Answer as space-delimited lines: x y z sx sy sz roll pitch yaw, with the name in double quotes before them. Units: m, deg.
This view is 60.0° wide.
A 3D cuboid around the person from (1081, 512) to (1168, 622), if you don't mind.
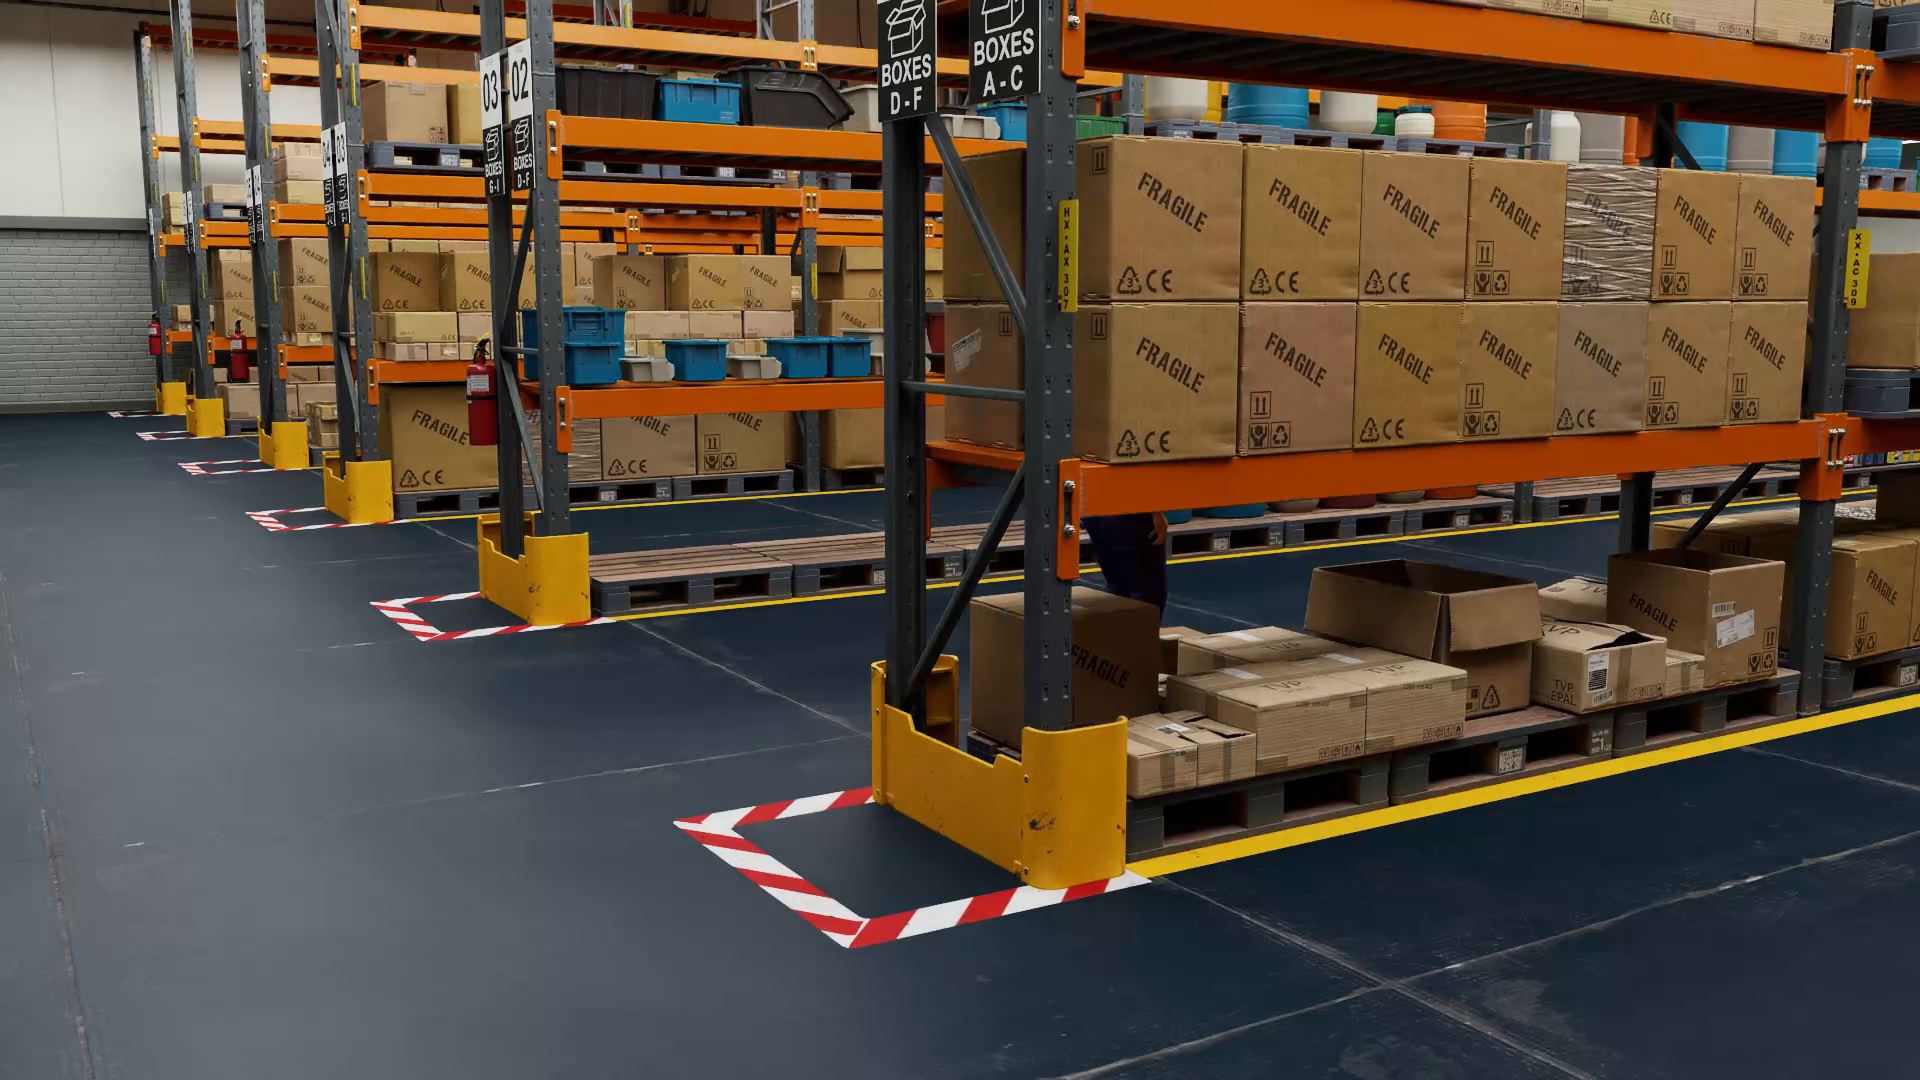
"person" 0.784 -0.119 7.677 0.374 1.651 0.562 -3 9 -22
